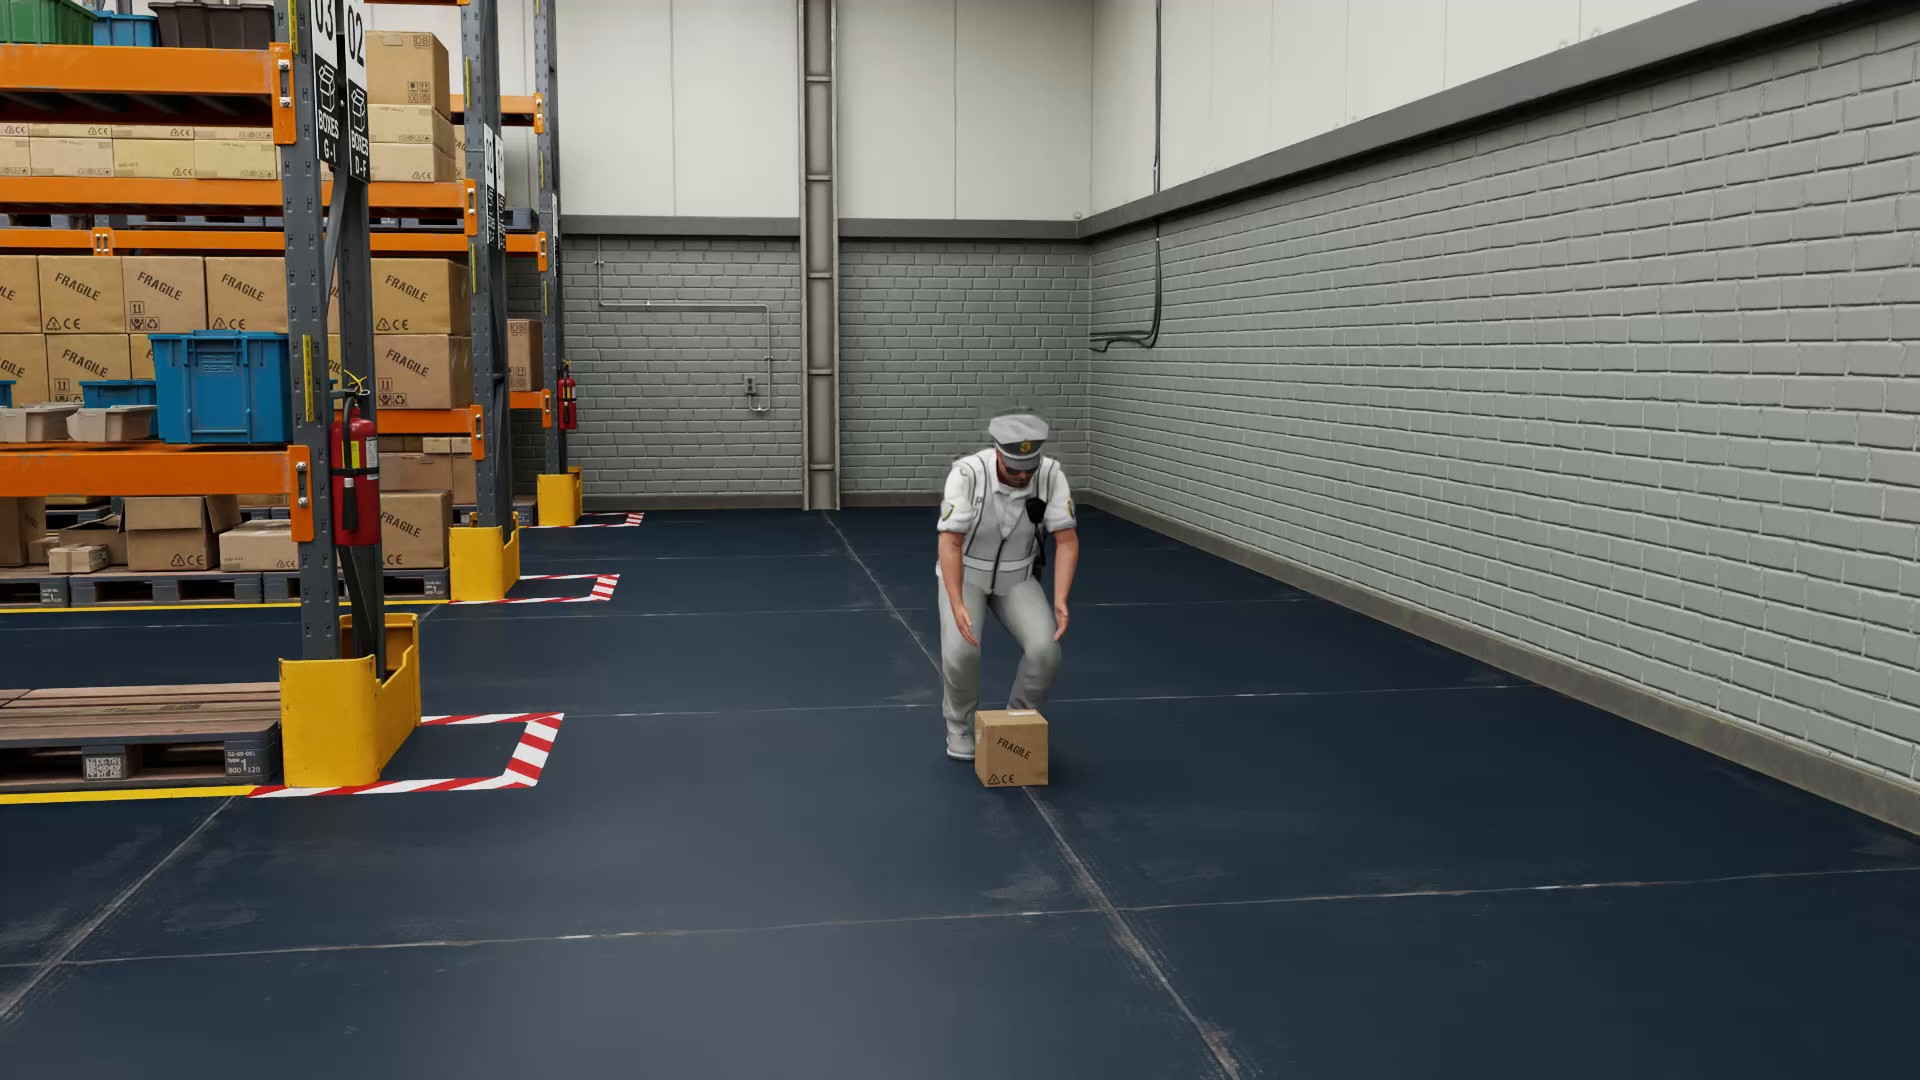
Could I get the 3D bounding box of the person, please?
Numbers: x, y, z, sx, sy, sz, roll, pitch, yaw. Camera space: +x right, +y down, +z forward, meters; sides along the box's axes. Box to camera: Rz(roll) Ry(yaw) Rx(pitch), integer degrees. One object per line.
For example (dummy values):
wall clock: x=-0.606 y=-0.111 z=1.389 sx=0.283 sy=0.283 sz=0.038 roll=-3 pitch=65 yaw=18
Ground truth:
person: x=0.192 y=0.265 z=6.917 sx=0.586 sy=1.291 sz=0.868 roll=-1 pitch=7 yaw=-9
